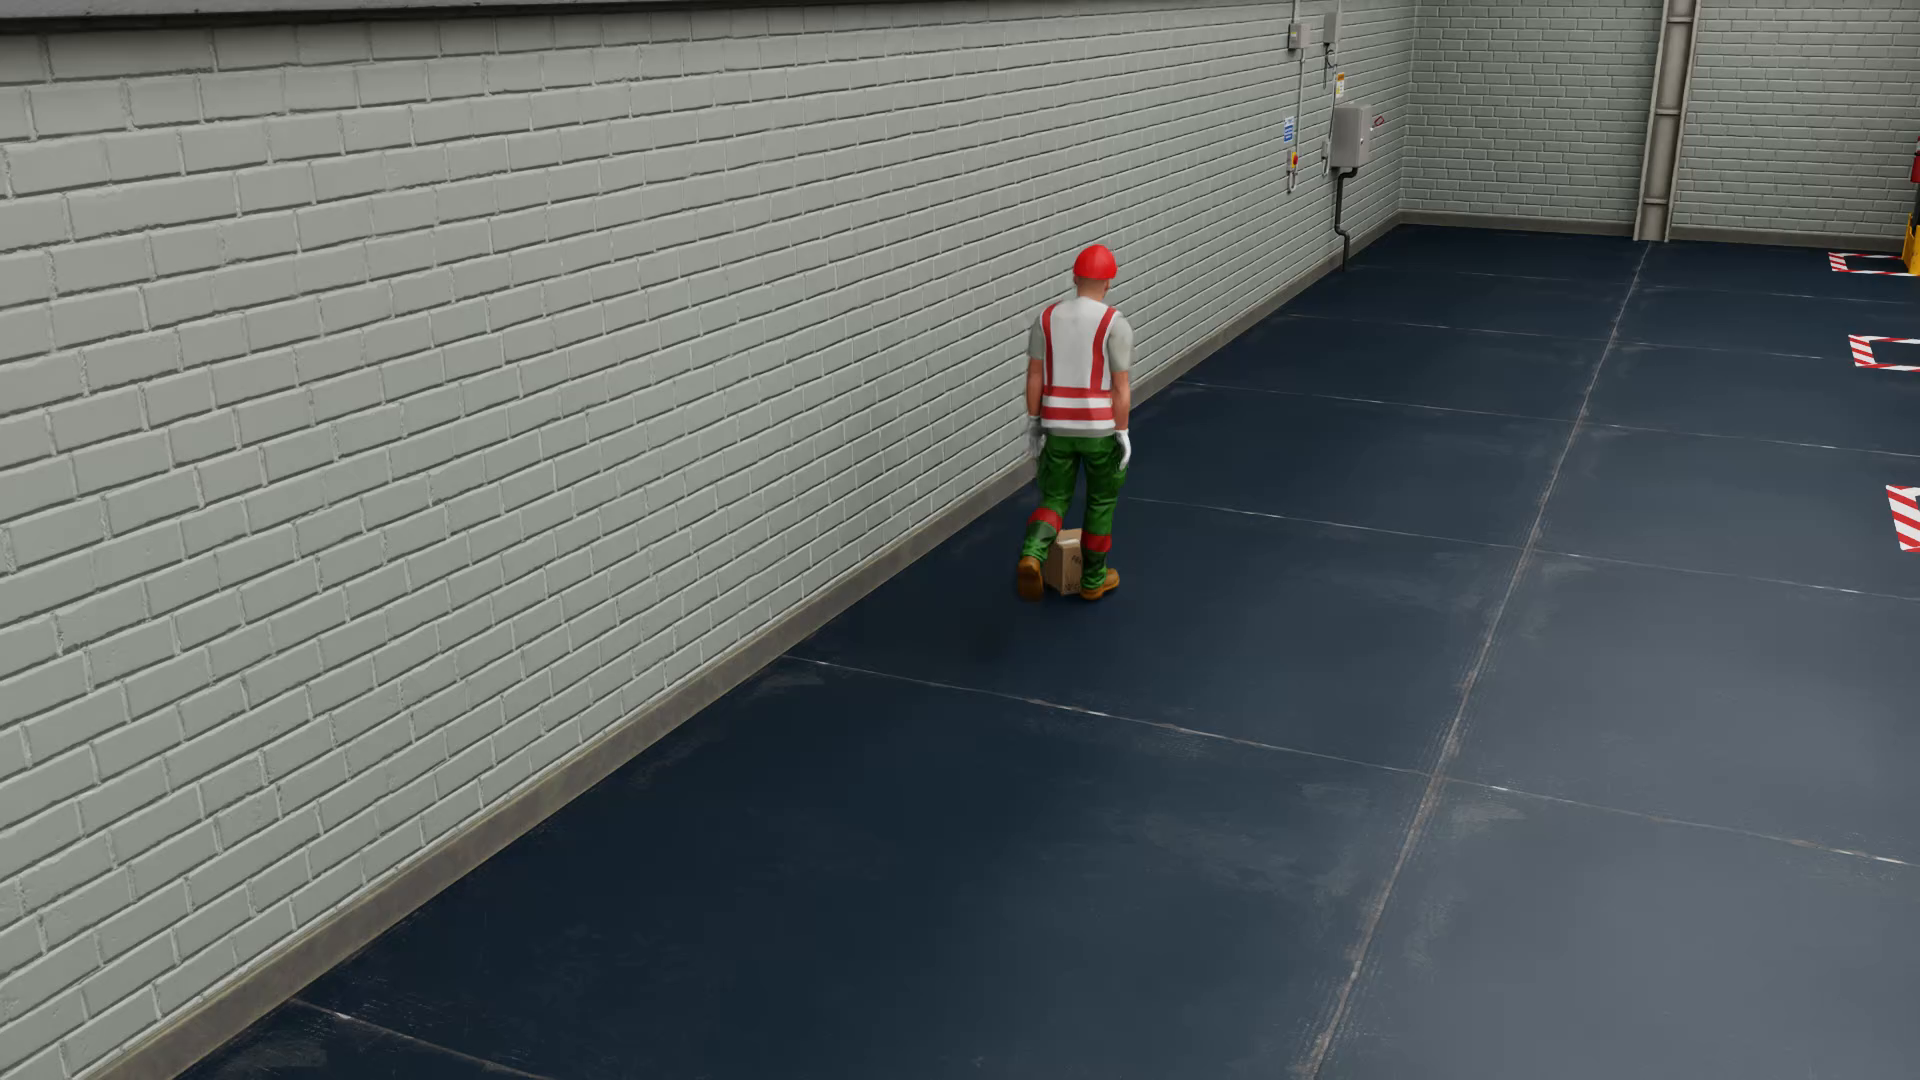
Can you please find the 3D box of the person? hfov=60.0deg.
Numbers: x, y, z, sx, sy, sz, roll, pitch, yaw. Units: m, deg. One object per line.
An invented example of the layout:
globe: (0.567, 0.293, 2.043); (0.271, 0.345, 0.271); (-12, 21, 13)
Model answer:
person: (0.541, -0.516, 8.021); (0.546, 1.770, 0.771); (9, 21, 26)
